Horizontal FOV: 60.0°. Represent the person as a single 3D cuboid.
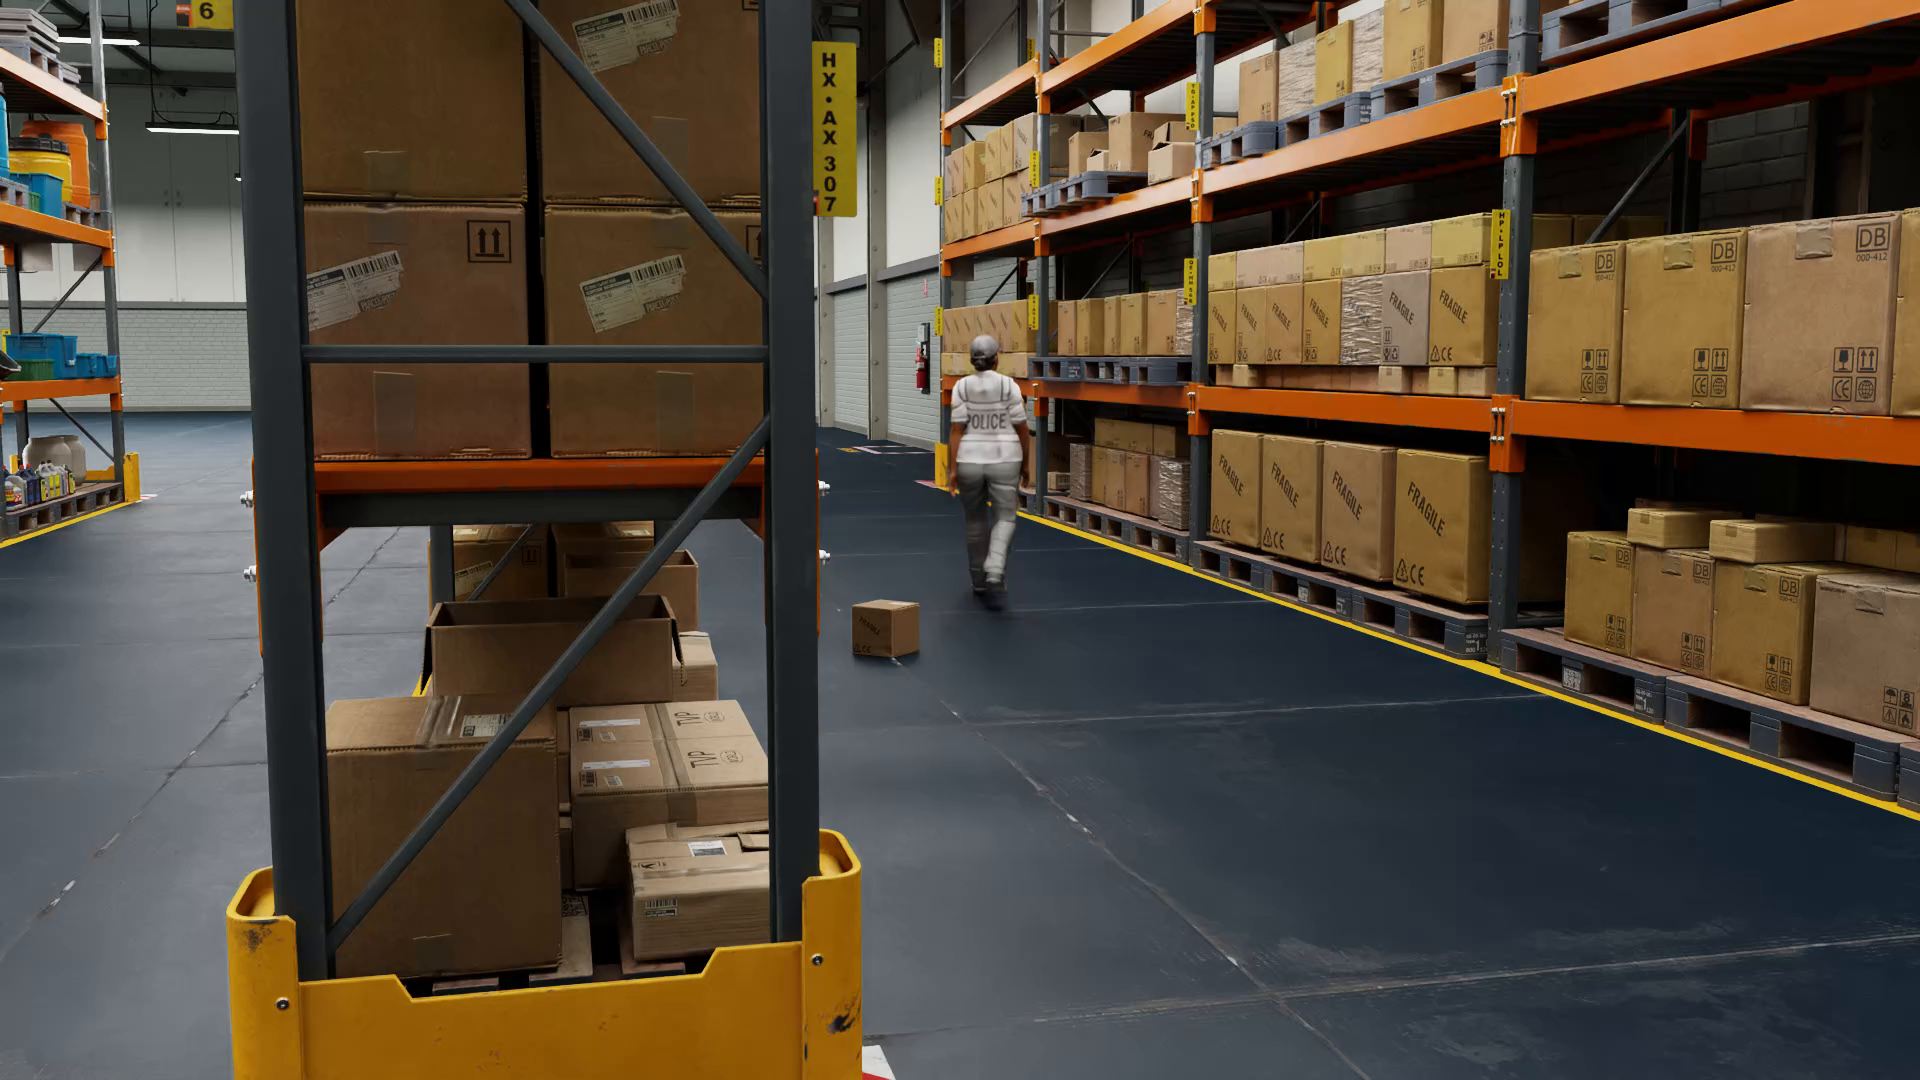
[{"bbox_3d":[0.181,-0.455,10.305,0.493,1.621,0.929,1,6,11],"label":"person"}]
